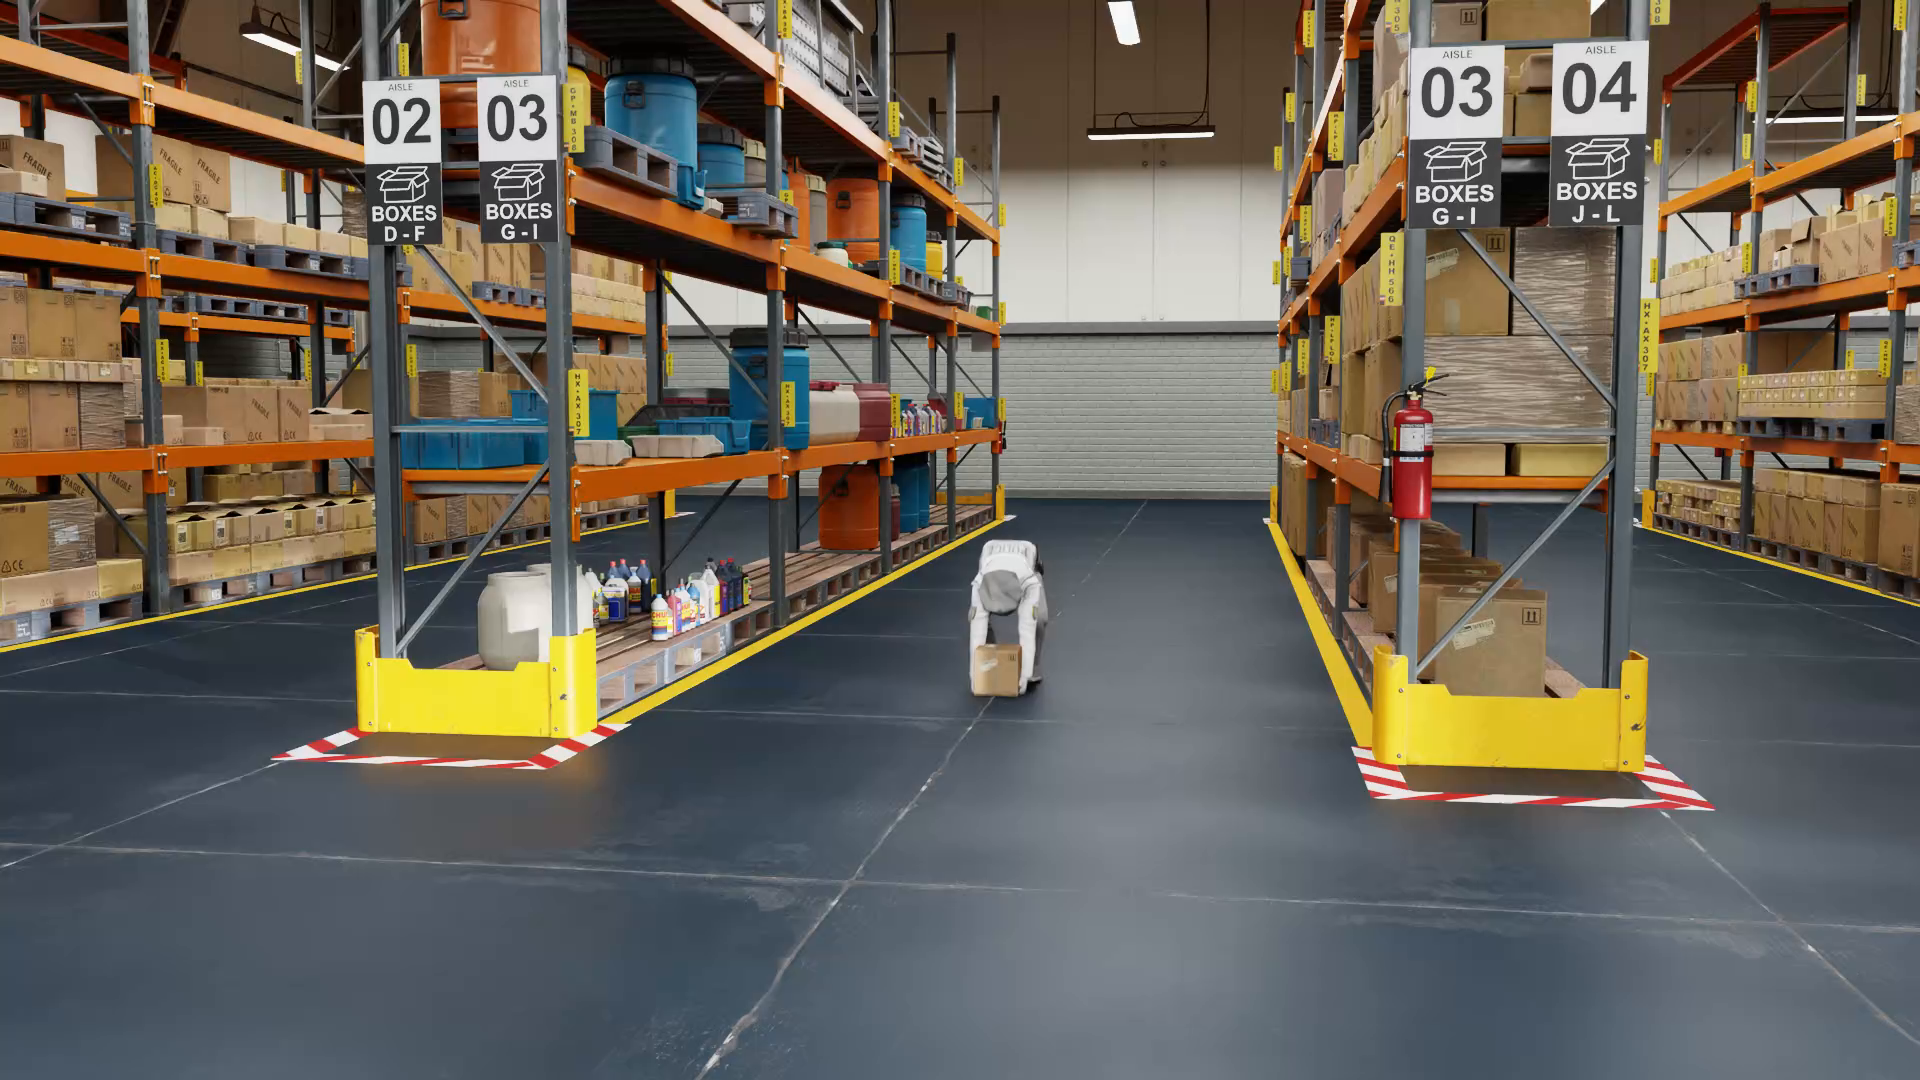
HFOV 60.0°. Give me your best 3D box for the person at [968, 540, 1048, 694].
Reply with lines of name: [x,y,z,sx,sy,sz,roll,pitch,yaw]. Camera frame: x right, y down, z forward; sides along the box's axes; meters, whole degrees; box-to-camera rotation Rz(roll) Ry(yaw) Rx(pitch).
person: [0.280,0.436,9.718,0.469,0.842,0.890,0,5,6]
